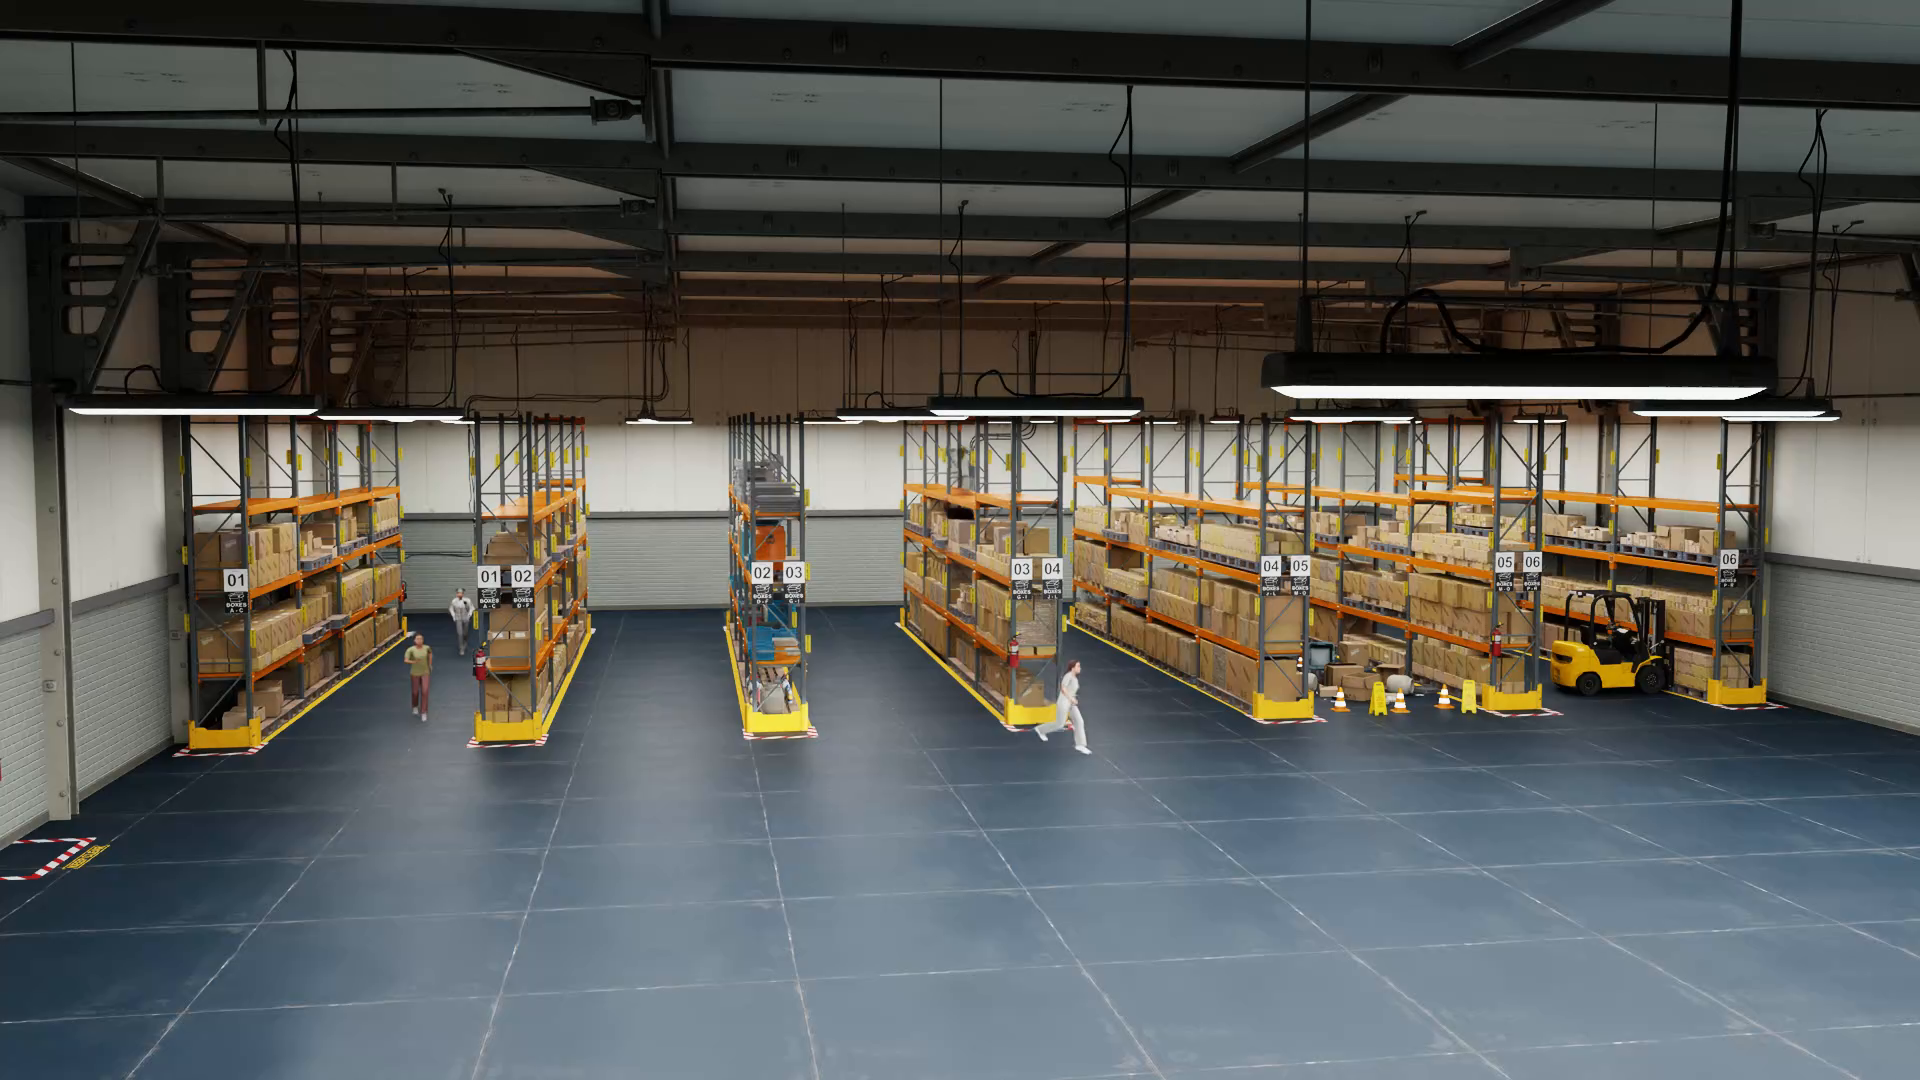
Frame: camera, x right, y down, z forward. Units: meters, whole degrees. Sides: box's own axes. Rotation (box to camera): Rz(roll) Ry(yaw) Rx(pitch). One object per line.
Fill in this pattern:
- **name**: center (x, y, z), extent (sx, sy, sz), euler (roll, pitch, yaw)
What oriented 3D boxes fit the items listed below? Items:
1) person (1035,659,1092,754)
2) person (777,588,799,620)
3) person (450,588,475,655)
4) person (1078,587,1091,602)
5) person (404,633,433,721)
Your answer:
- **person**: center (1.831, 2.921, 29.309), extent (1.060, 1.658, 0.564), euler (2, 4, 26)
- **person**: center (-5.273, 1.492, 49.266), extent (0.977, 1.772, 0.710), euler (0, 4, 5)
- **person**: center (-12.596, 2.034, 42.113), extent (0.616, 1.708, 0.734), euler (-1, 4, -13)
- **person**: center (3.822, 1.548, 49.577), extent (0.610, 1.655, 0.651), euler (0, 4, 6)
- **person**: center (-10.587, 2.647, 32.534), extent (0.562, 1.678, 0.948), euler (-2, 4, -26)
